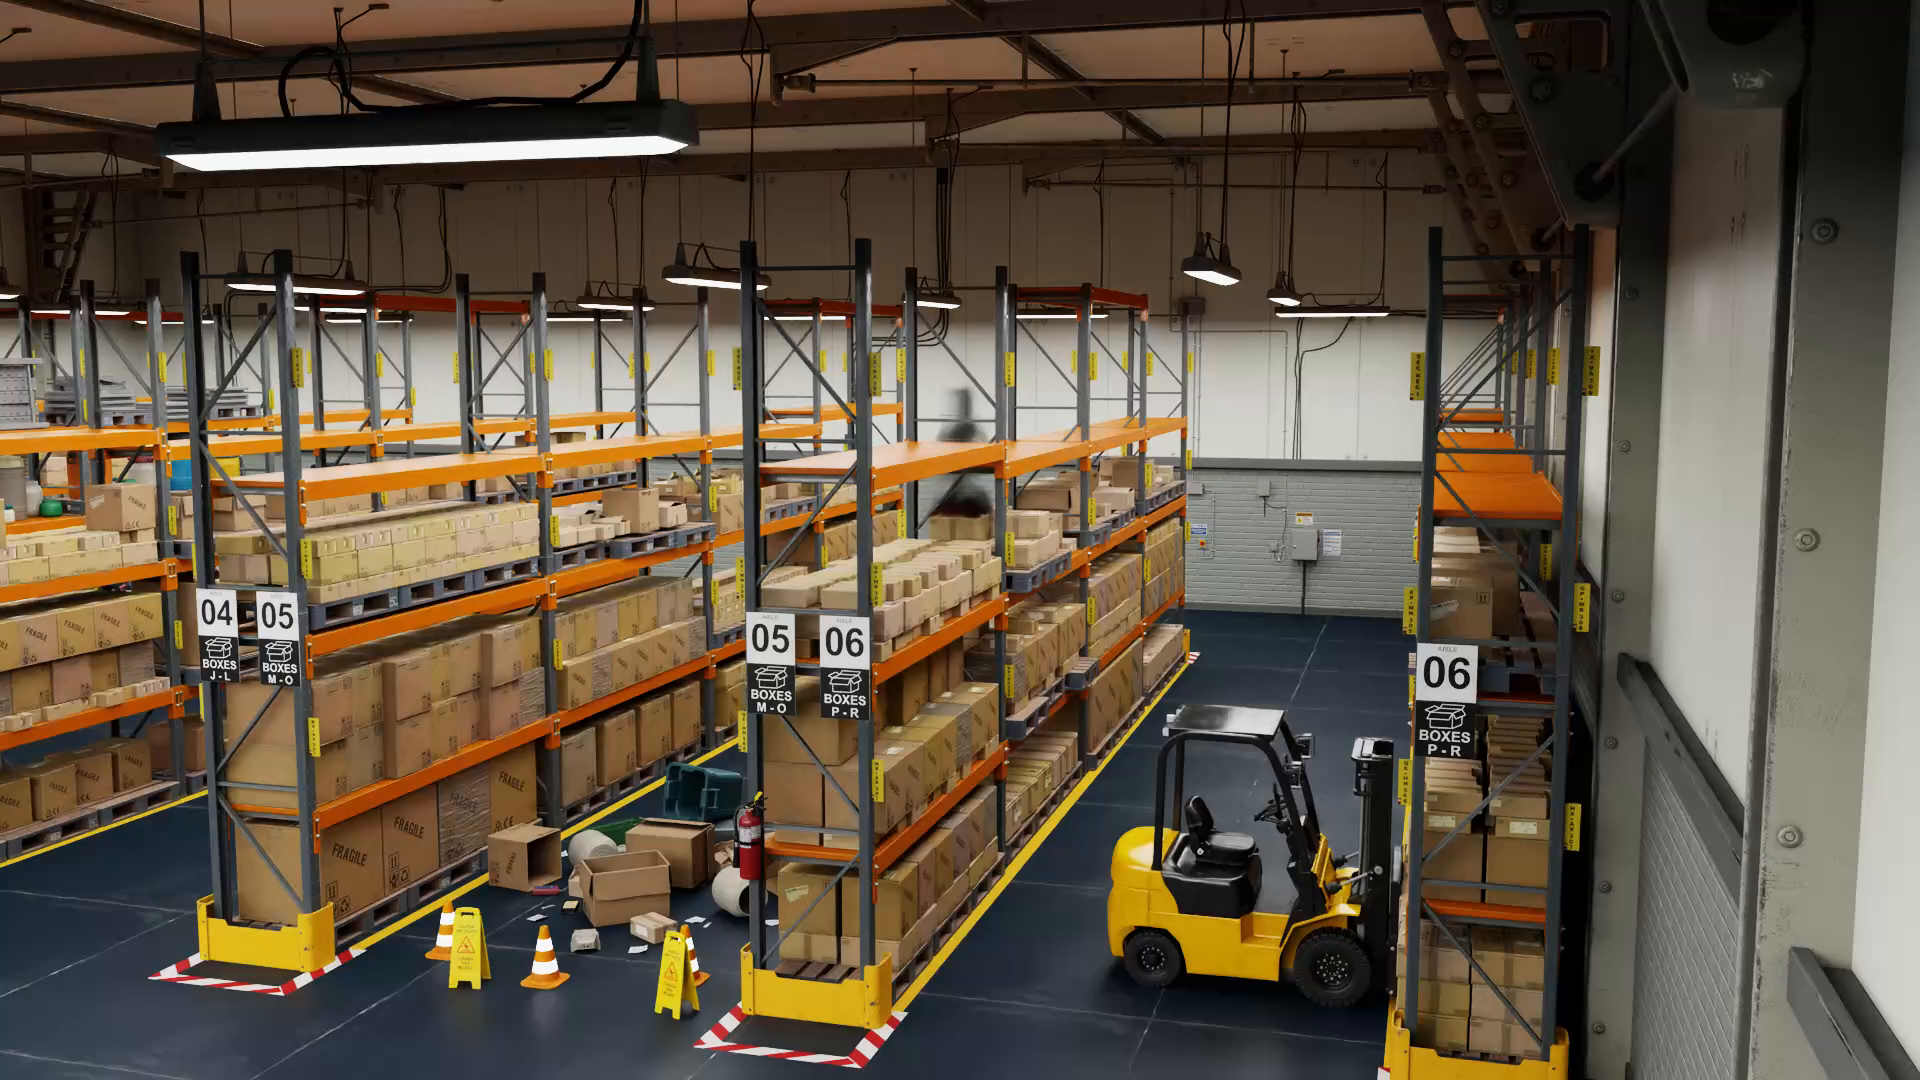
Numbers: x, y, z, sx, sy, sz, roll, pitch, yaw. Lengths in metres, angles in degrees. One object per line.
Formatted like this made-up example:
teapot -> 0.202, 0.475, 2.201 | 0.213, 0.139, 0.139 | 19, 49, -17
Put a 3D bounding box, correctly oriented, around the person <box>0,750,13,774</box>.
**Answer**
person -> -11.174, 2.210, 19.063 | 0.600, 1.726, 0.836 | 2, 7, 14
